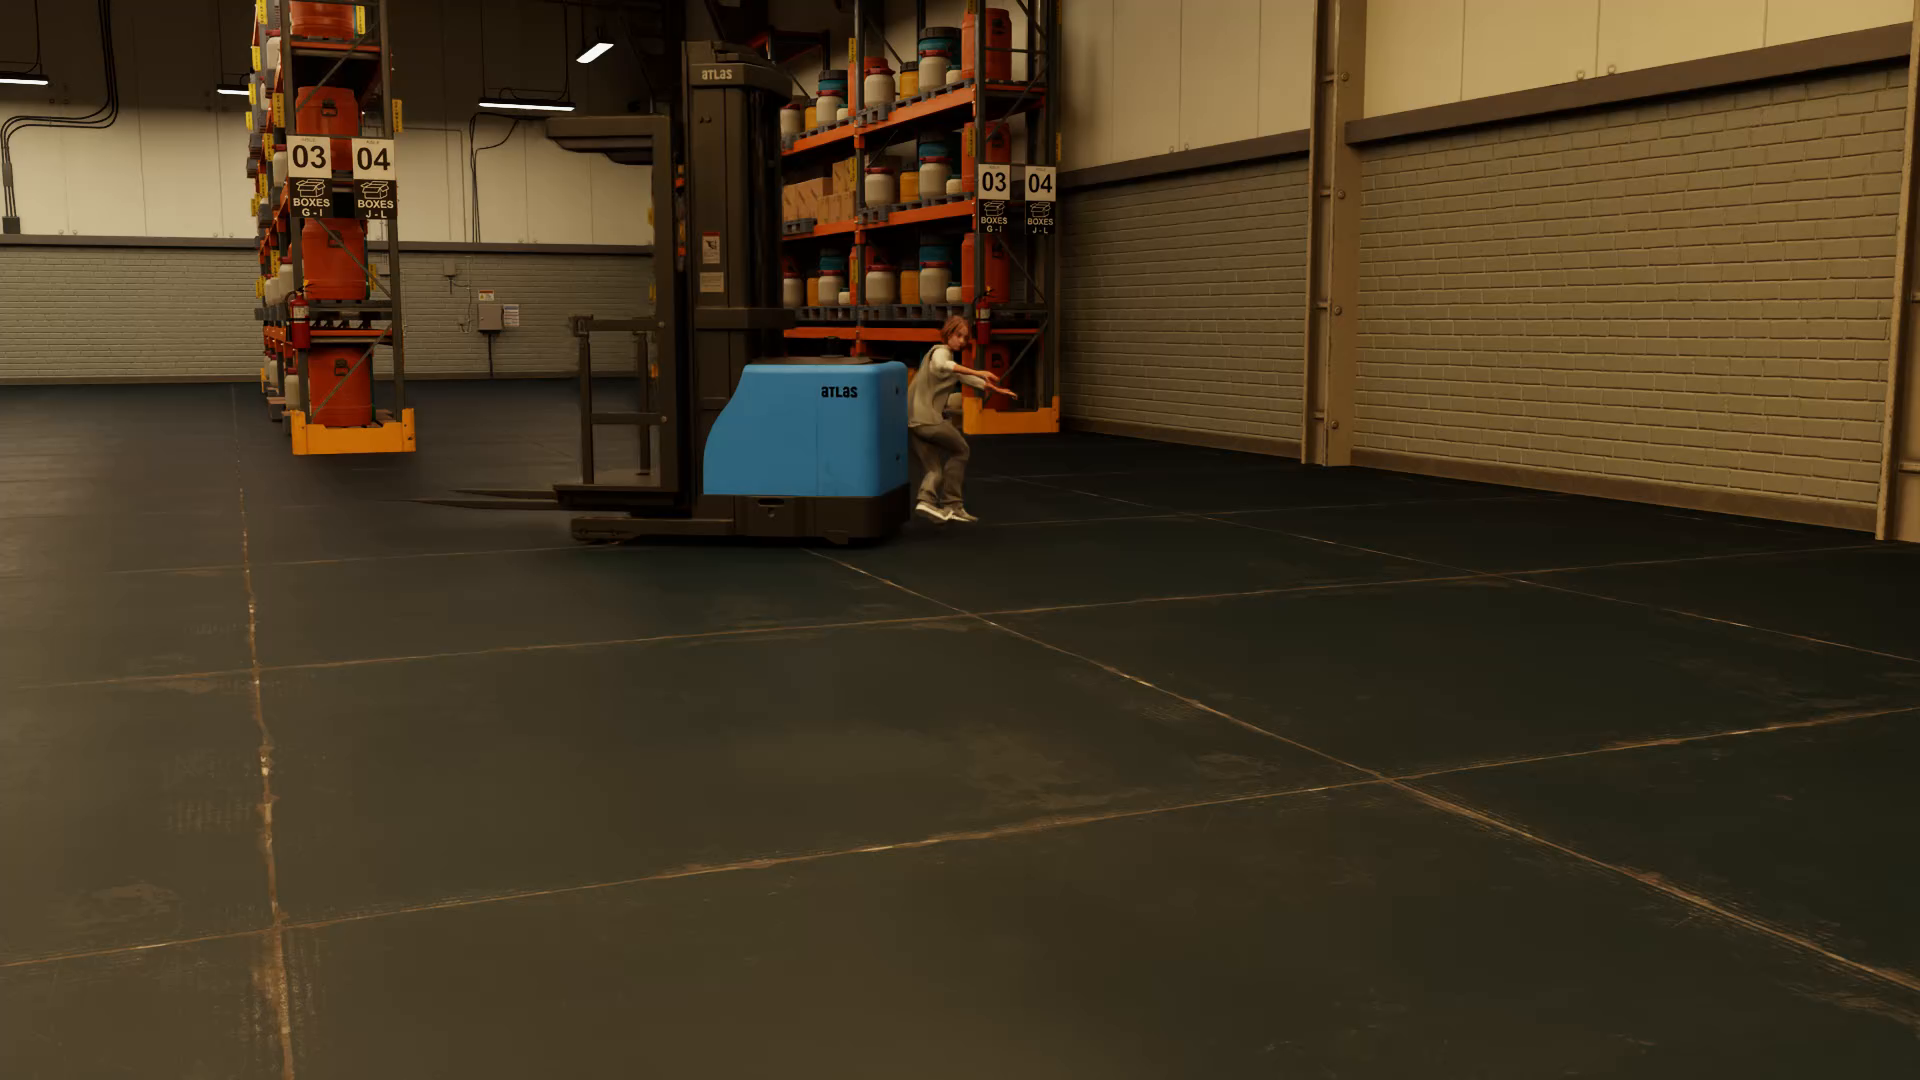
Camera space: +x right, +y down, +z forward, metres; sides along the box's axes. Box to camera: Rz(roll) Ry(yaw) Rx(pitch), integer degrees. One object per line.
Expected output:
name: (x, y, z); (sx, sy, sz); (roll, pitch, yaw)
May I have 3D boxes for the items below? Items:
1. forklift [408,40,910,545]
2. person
forklift: (-1.881, -1.490, 10.240); (3.031, 2.935, 1.130); (1, 8, 9)
person: (0.046, -0.759, 10.820); (1.034, 1.396, 0.758); (-5, 9, -35)
